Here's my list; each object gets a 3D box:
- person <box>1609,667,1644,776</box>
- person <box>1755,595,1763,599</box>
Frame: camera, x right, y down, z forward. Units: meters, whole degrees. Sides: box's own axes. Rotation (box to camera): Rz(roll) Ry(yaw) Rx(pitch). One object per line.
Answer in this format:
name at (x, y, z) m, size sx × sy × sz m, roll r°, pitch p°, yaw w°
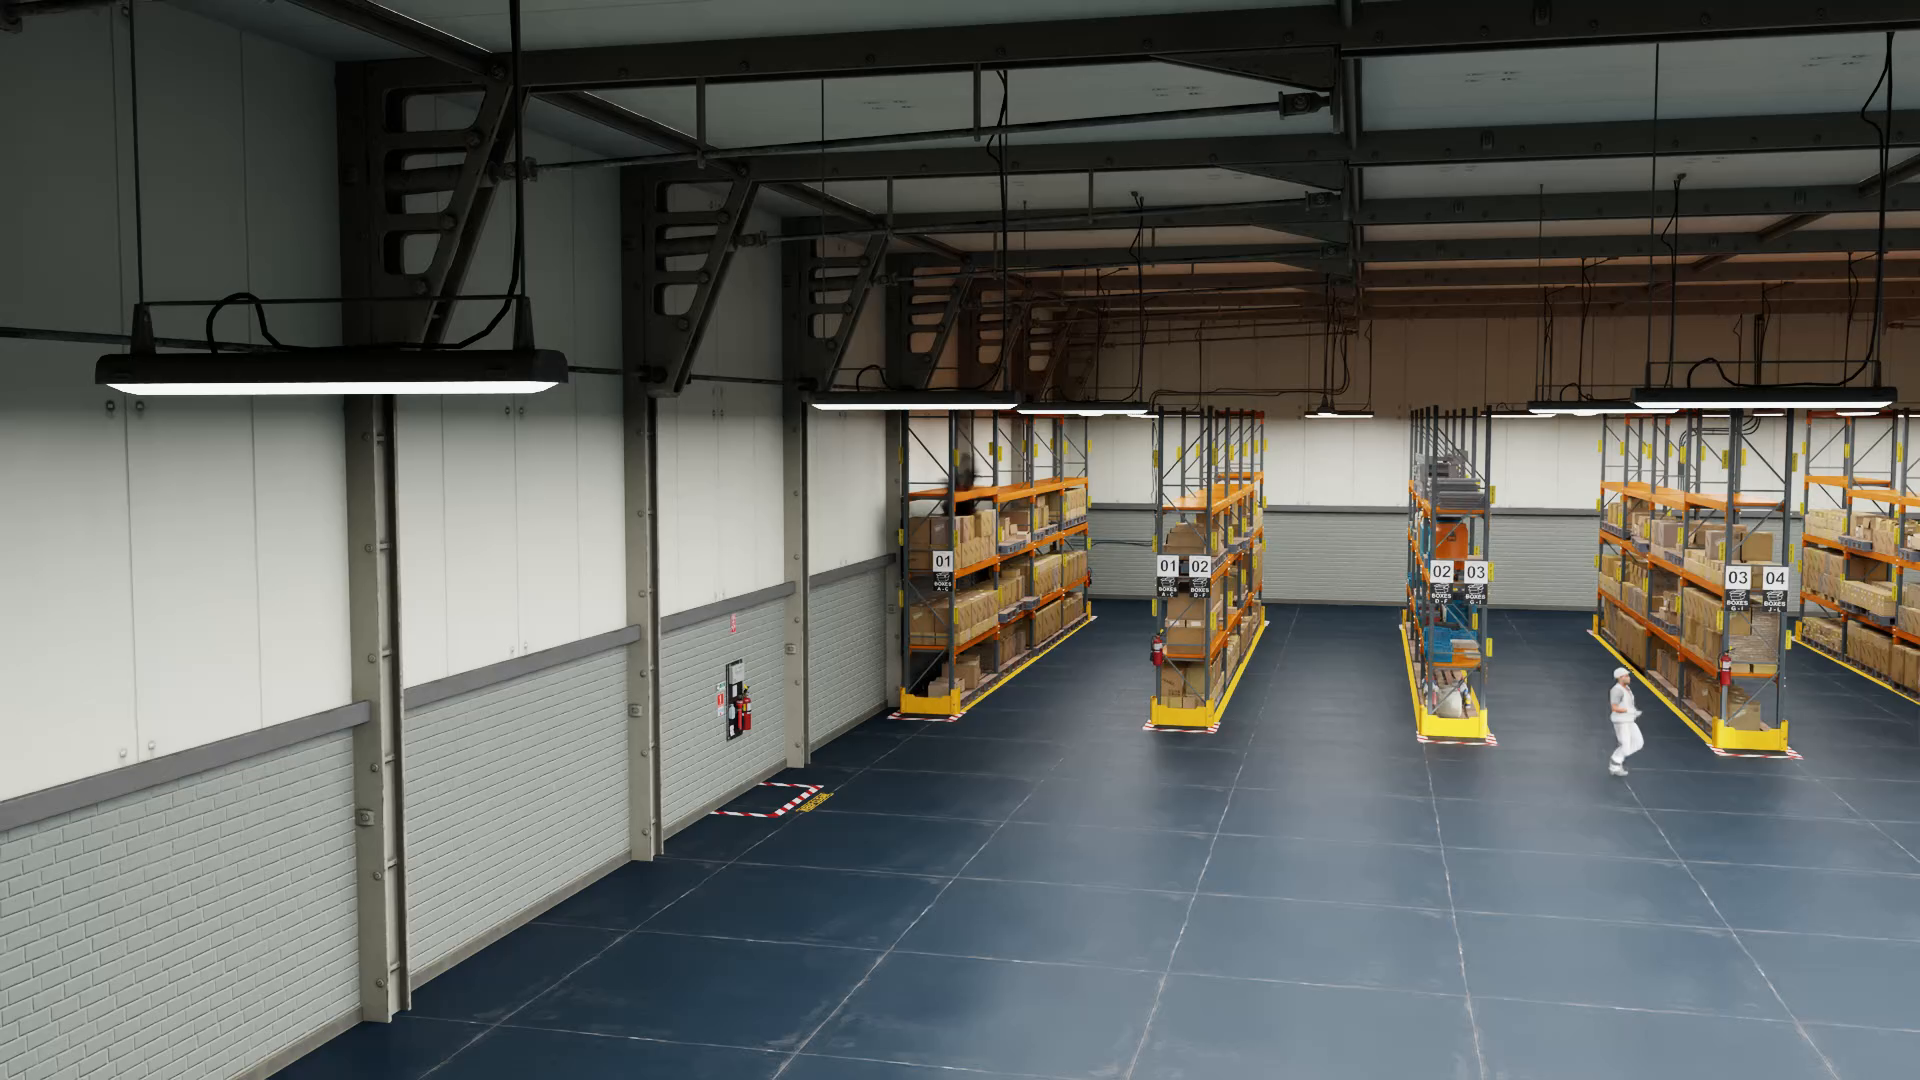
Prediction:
person at (10.716, 2.921, 26.697) m, size 0.581 × 1.741 × 0.643 m, roll 4°, pitch 6°, yaw 44°
person at (20.754, 1.737, 43.623) m, size 0.885 × 1.667 × 0.676 m, roll -4°, pitch 6°, yaw -43°
